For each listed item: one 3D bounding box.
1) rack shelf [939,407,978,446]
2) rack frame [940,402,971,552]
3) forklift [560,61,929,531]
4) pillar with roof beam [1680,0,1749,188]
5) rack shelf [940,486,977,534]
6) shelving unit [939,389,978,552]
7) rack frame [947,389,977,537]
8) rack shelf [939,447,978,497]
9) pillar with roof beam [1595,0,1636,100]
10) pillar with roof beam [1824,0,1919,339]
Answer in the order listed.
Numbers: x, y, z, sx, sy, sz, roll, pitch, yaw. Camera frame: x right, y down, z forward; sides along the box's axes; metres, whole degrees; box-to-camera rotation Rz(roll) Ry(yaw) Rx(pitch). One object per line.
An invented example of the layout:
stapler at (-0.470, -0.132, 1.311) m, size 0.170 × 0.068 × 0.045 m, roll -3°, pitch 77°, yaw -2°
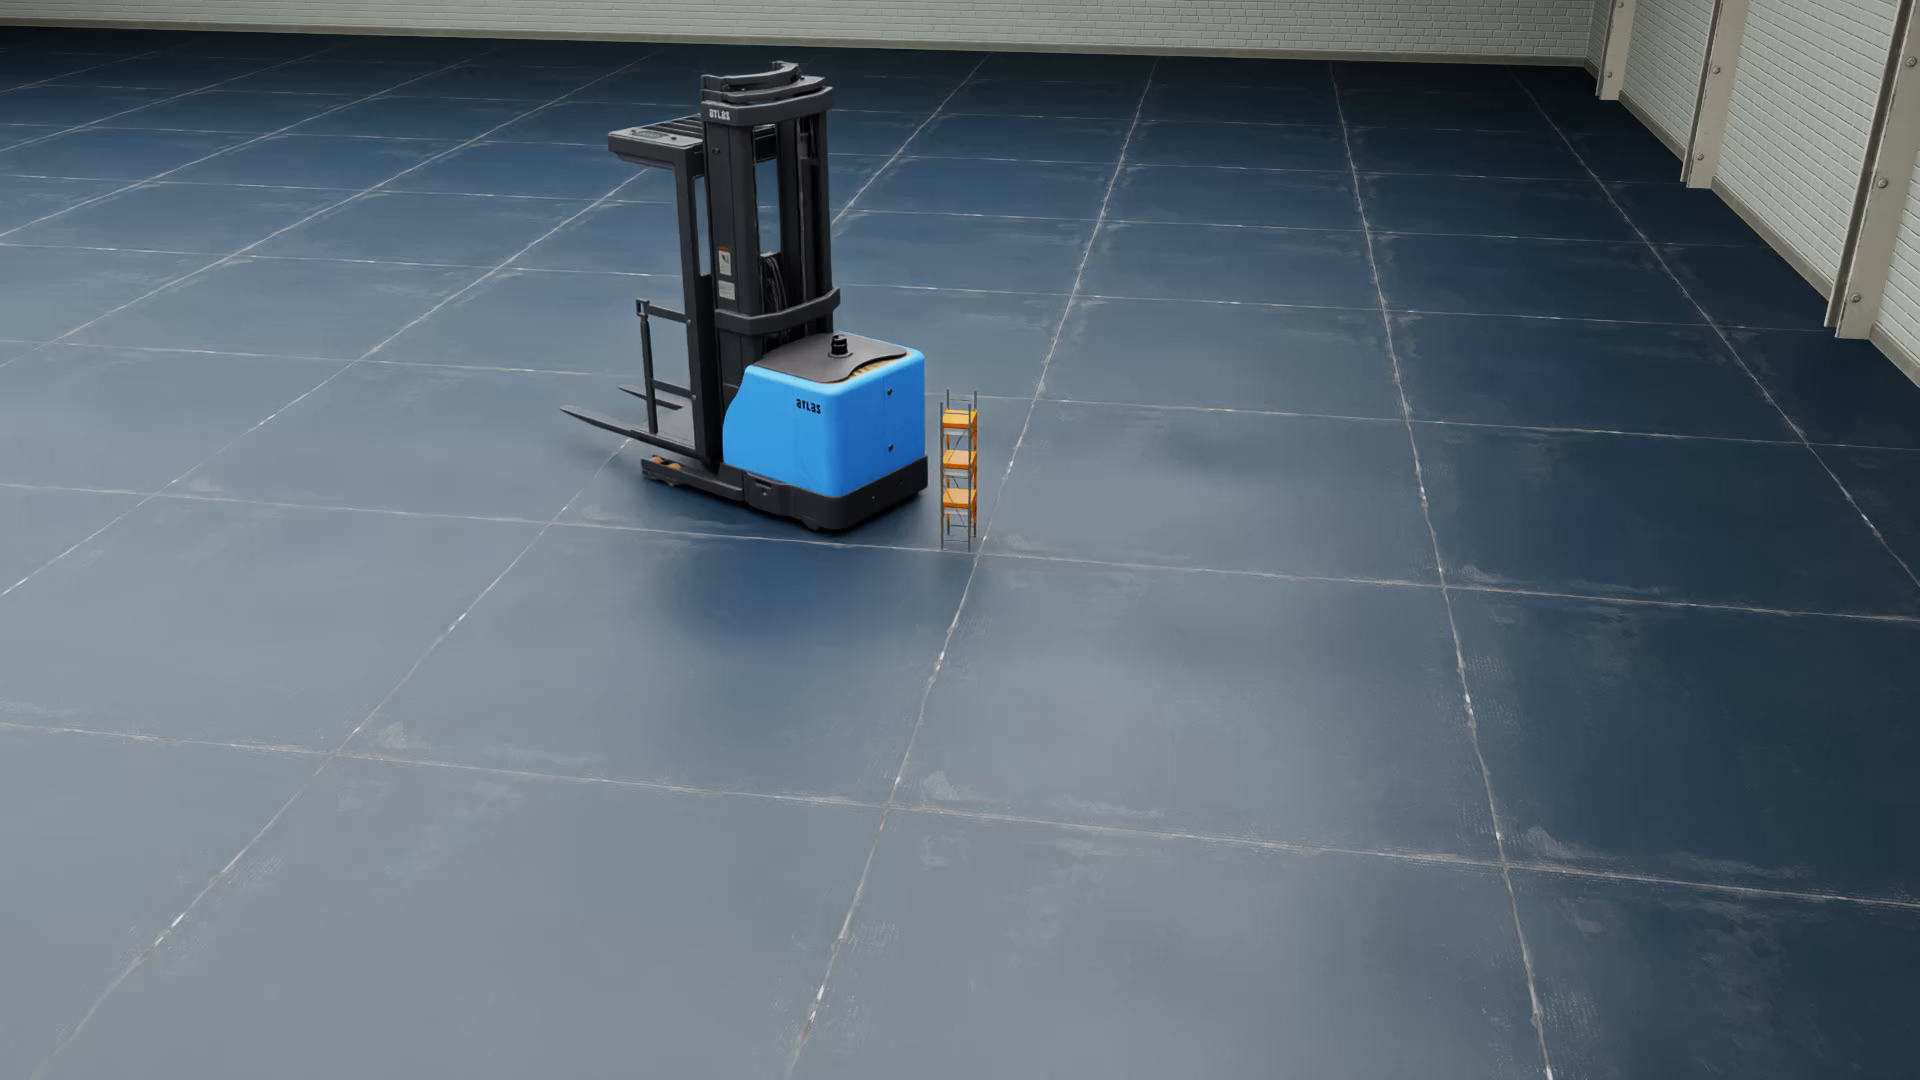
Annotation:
rack shelf at (-0.009, -0.701, 10.864) m, size 0.215 × 0.259 × 0.240 m, roll 4°, pitch 25°, yaw 9°
rack frame at (-0.029, -0.402, 10.871) m, size 0.200 × 1.050 × 0.008 m, roll 4°, pitch 25°, yaw 9°
forklift at (-1.704, -1.875, 11.799) m, size 3.031 × 2.935 × 1.130 m, roll 18°, pitch 30°, yaw 33°
pillar with roof beam at (4.929, -8.802, 19.441) m, size 9.100 × 9.000 × 0.400 m, roll 4°, pitch 25°, yaw 9°
rack shelf at (-0.009, -0.192, 11.102) m, size 0.215 × 0.259 × 0.240 m, roll 4°, pitch 25°, yaw 9°
shelving unit at (-0.009, -0.453, 10.980) m, size 0.215 × 1.050 × 0.252 m, roll 4°, pitch 25°, yaw 9°
rack frame at (0.011, -0.504, 11.089) m, size 0.200 × 1.050 × 0.008 m, roll 4°, pitch 25°, yaw 9°
rack shelf at (-0.009, -0.444, 10.984) m, size 0.215 × 0.259 × 0.240 m, roll 4°, pitch 25°, yaw 9°
pillar with roof beam at (5.910, -11.312, 24.802) m, size 9.100 × 9.000 × 0.400 m, roll 4°, pitch 25°, yaw 9°
pillar with roof beam at (3.949, -6.293, 14.080) m, size 9.100 × 9.000 × 0.400 m, roll 4°, pitch 25°, yaw 9°
